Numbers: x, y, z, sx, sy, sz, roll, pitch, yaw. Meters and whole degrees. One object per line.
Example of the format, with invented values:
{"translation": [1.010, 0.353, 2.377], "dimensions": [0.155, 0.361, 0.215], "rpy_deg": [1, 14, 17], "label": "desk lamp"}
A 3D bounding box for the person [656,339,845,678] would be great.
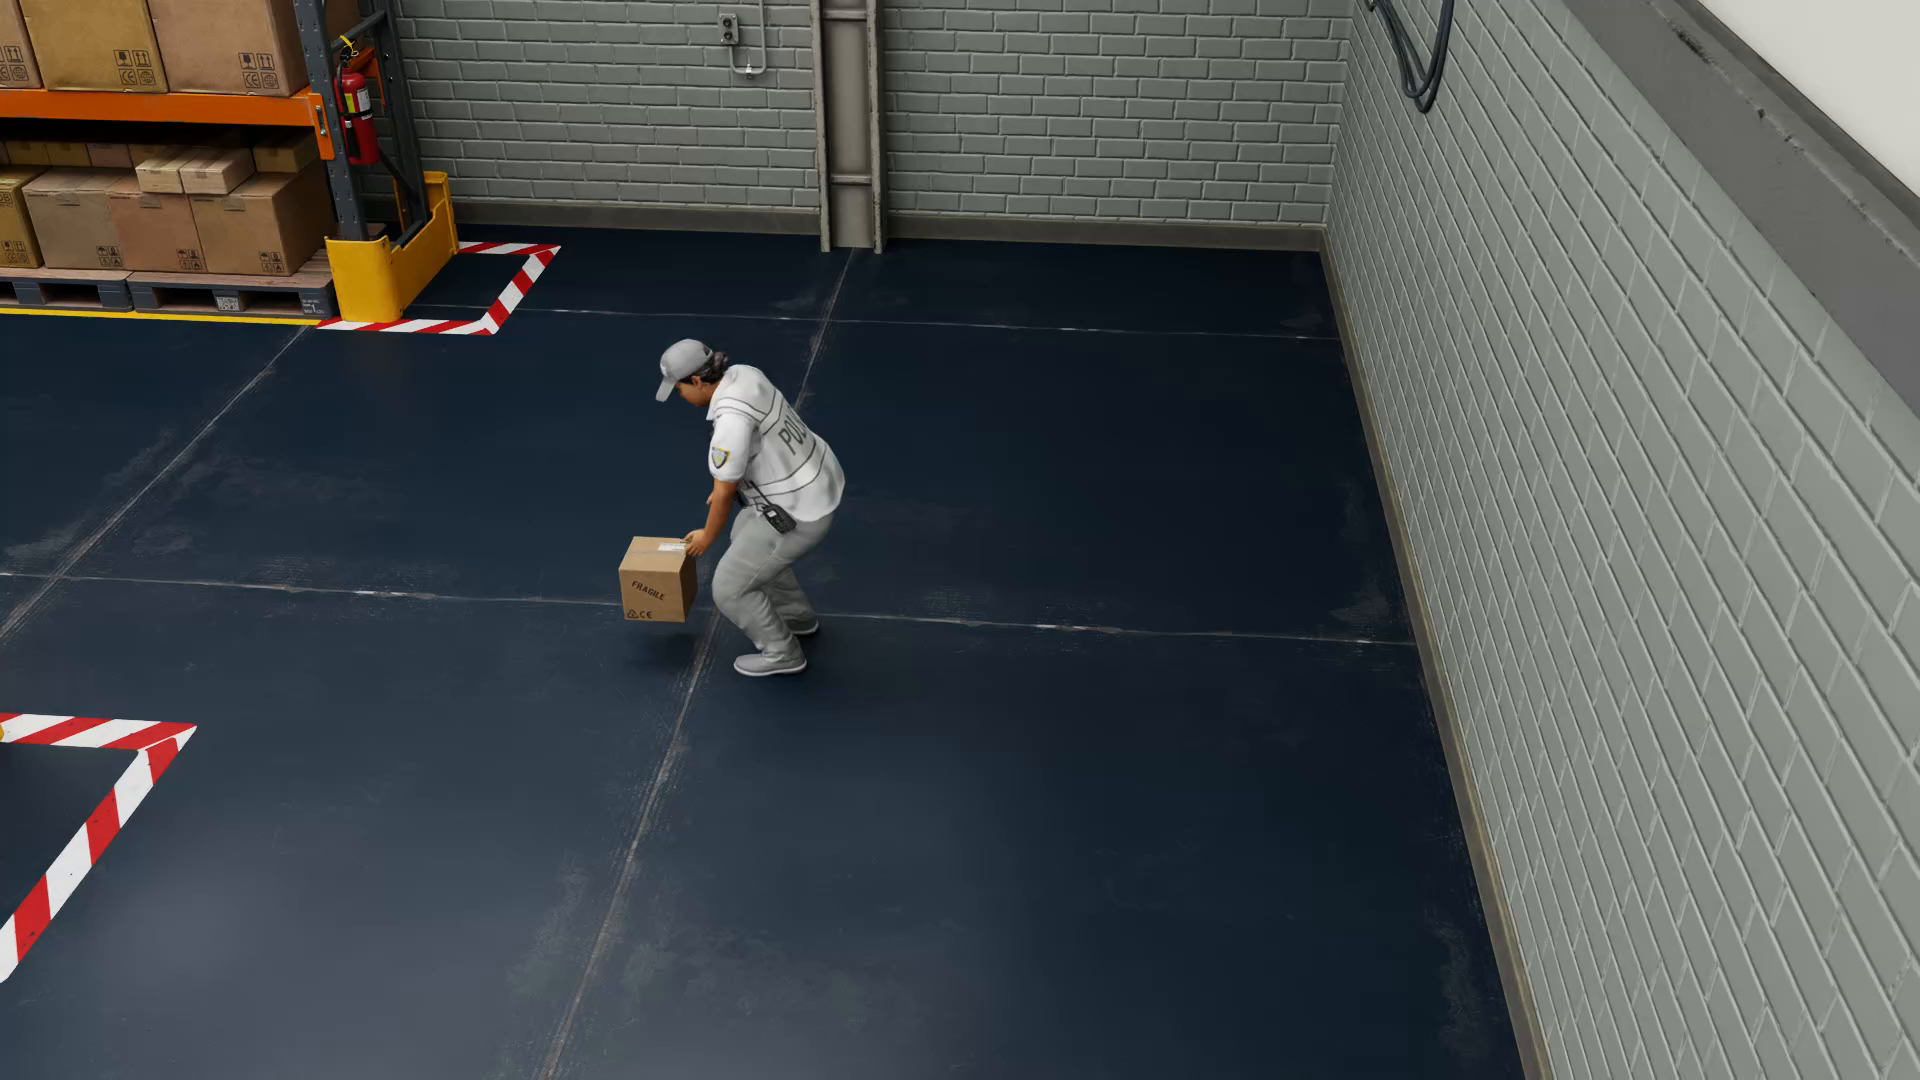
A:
{"translation": [-0.807, -0.126, 6.565], "dimensions": [0.691, 1.432, 0.533], "rpy_deg": [3, 32, 4], "label": "person"}
